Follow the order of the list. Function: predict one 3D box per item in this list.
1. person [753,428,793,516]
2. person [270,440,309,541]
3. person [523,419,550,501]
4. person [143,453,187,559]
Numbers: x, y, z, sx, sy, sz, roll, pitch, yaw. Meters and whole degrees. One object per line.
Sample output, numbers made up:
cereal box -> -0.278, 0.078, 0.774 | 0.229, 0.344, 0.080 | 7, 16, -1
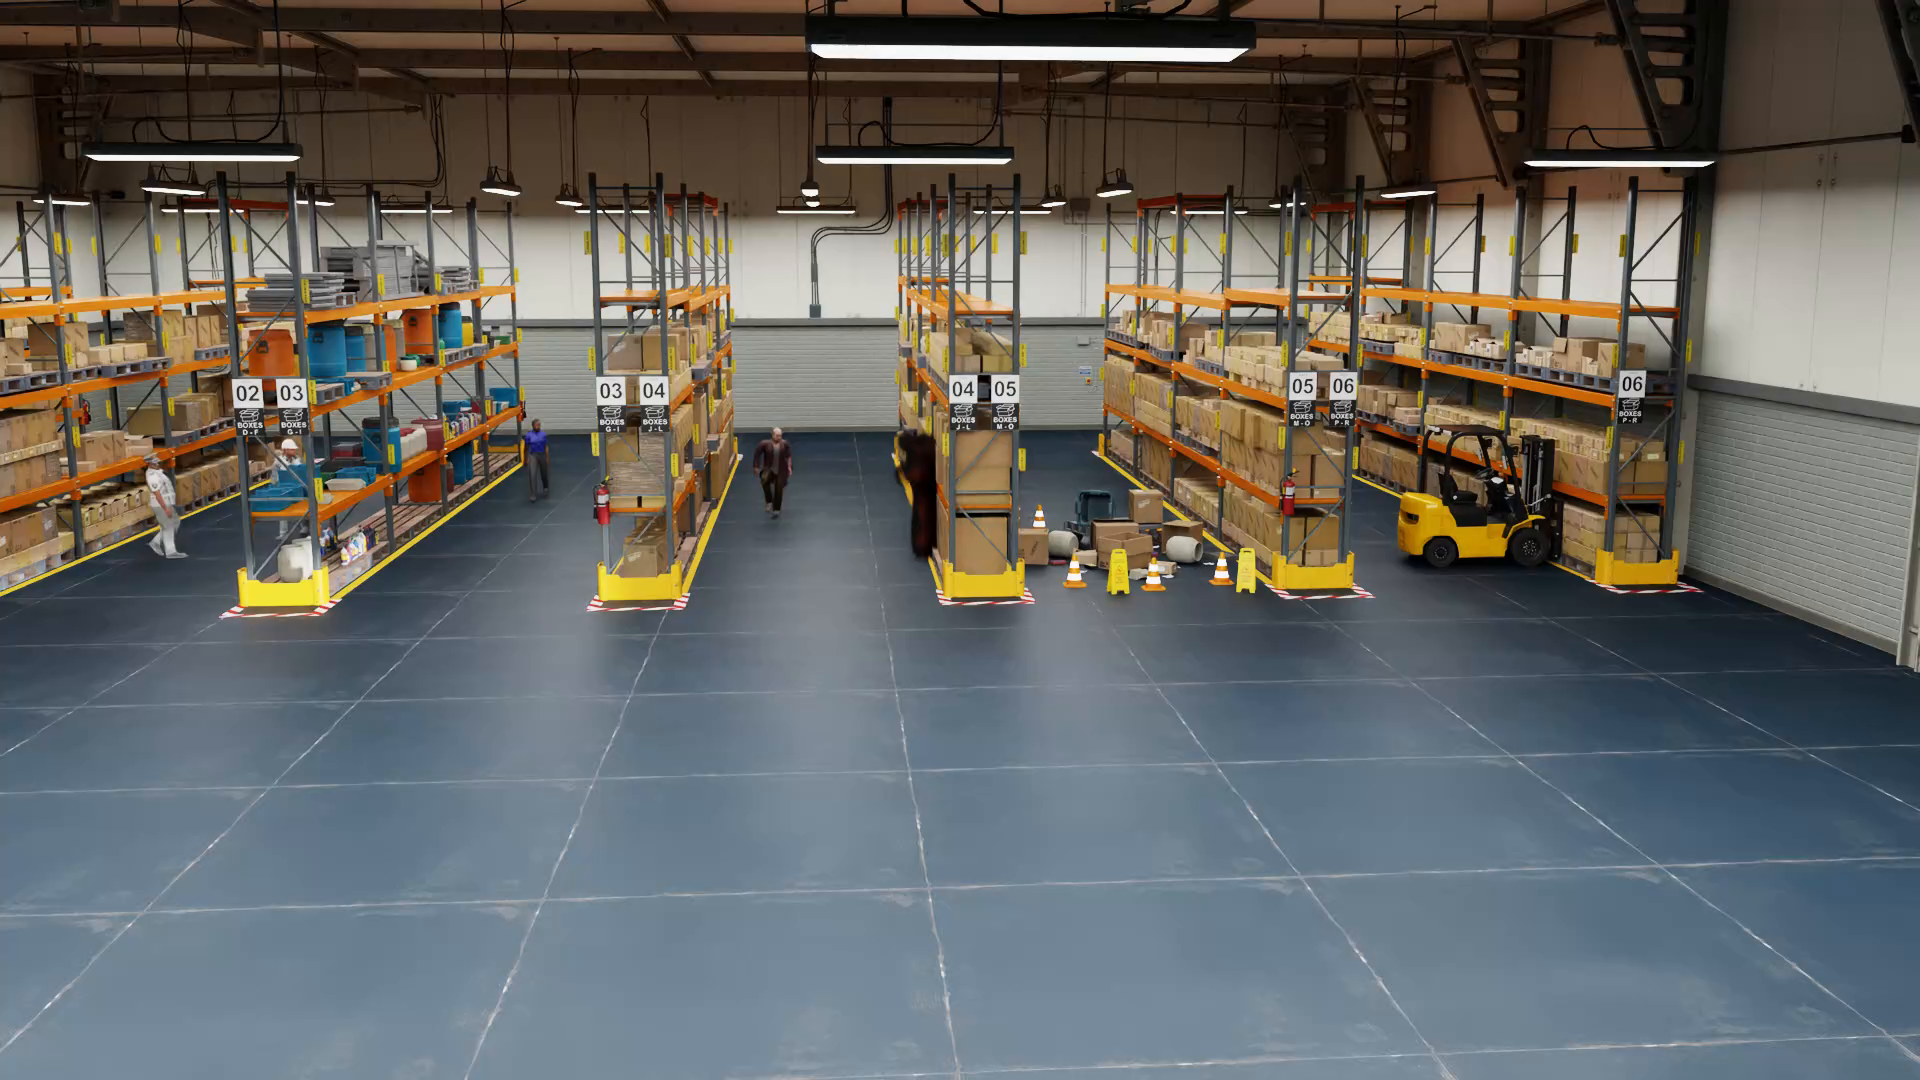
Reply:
person -> -3.455, -1.251, 30.759 | 0.740, 1.695, 0.934 | 0, 10, -3
person -> -11.517, -0.871, 28.617 | 0.685, 1.726, 1.045 | -1, 10, -4
person -> -8.485, -1.632, 33.306 | 0.524, 1.595, 0.951 | -2, 10, -11
person -> -12.818, -0.551, 26.803 | 0.544, 1.740, 0.567 | -5, 11, -28
